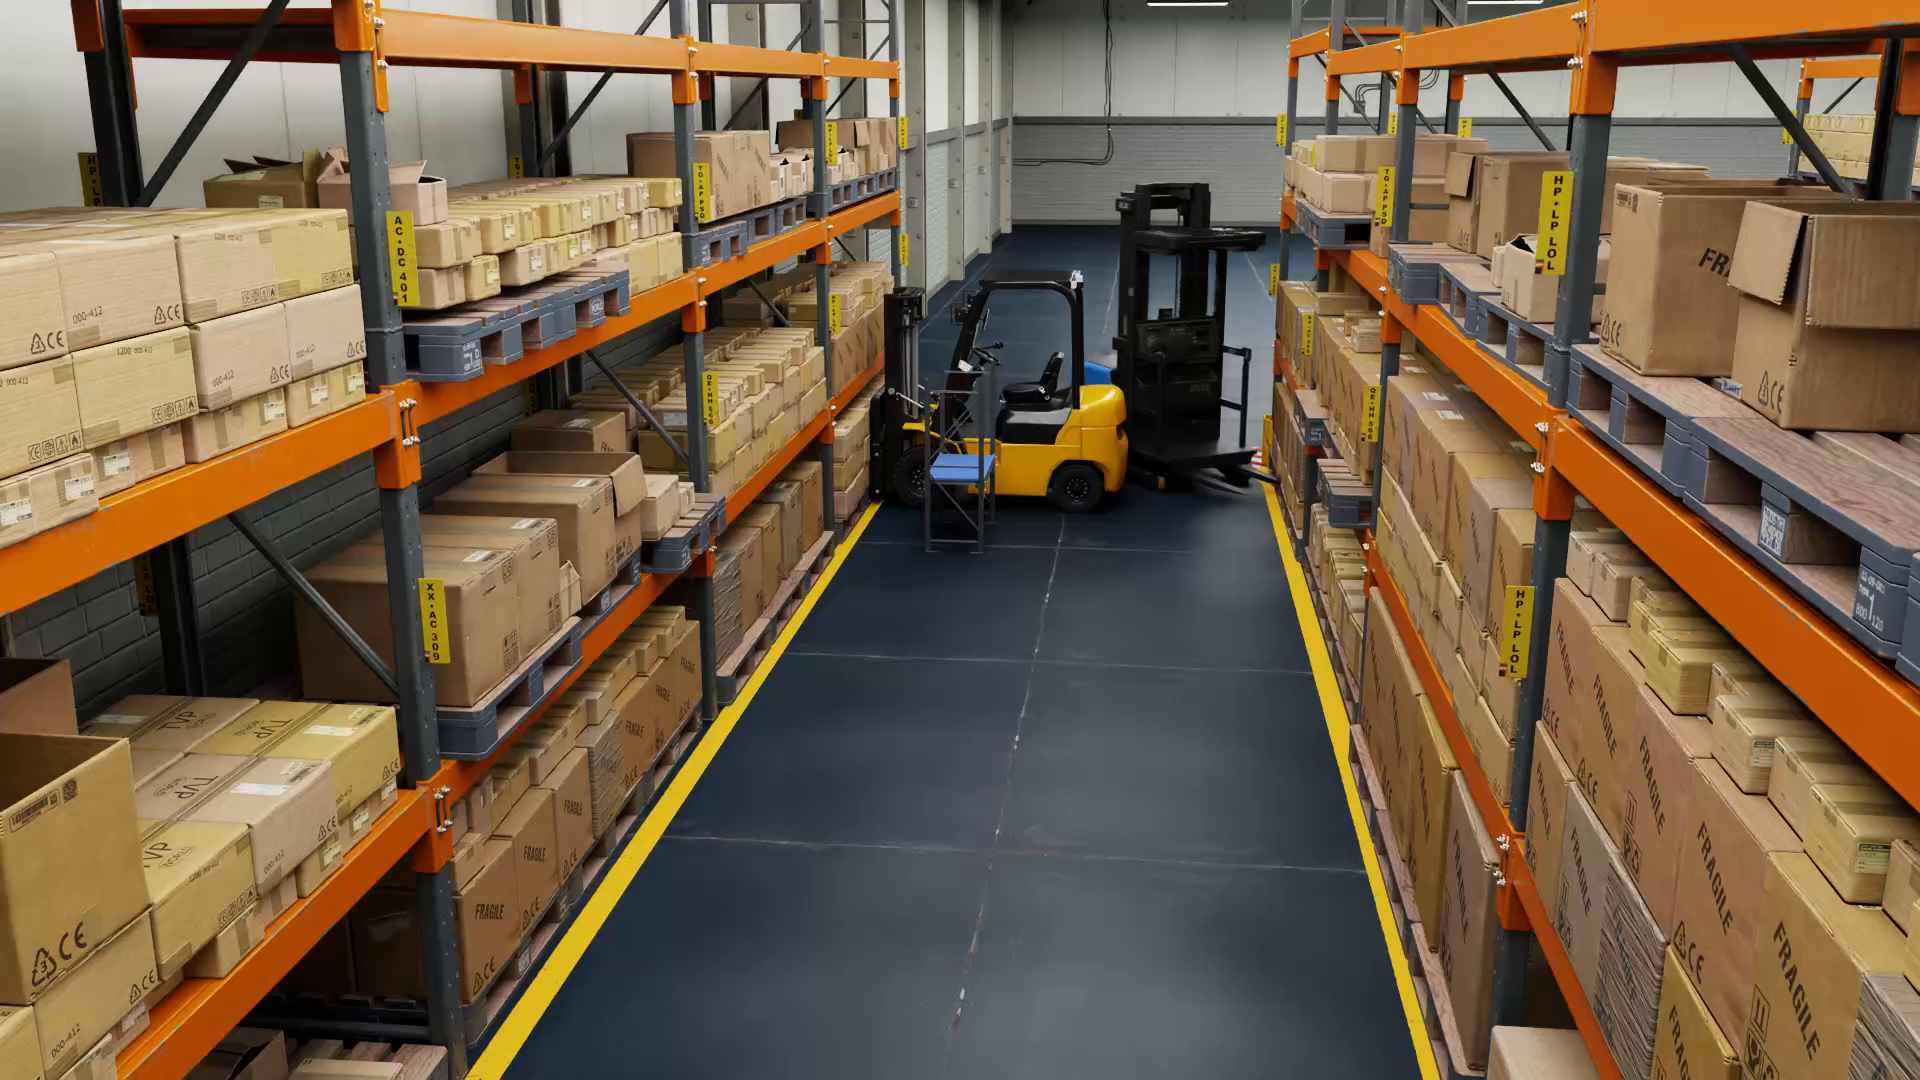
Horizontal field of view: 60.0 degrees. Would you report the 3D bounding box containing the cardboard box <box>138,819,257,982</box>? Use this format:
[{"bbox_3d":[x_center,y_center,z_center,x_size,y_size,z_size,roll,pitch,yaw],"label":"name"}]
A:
[{"bbox_3d":[-2.413,1.031,4.819,0.500,0.250,0.500,2,15,6],"label":"cardboard box"}]

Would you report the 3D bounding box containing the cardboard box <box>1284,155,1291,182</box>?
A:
[{"bbox_3d":[3.478,-3.660,16.421,0.500,0.250,0.500,1,15,5],"label":"cardboard box"}]

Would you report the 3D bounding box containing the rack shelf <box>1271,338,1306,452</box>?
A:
[{"bbox_3d":[3.574,-1.397,15.461,1.077,0.370,4.000,2,15,6],"label":"rack shelf"}]

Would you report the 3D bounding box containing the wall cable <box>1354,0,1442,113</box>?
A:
[{"bbox_3d":[12.356,-15.014,46.433,2.305,6.003,0.169,2,15,6],"label":"wall cable"}]

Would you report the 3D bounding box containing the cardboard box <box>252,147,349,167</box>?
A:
[{"bbox_3d":[-2.523,-1.368,6.351,0.396,0.266,0.258,2,15,6],"label":"cardboard box"}]

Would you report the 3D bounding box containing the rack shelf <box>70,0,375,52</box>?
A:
[{"bbox_3d":[-2.712,-1.324,3.705,1.077,0.370,4.000,2,15,6],"label":"rack shelf"}]

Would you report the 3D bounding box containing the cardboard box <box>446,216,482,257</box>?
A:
[{"bbox_3d":[-2.058,-1.153,6.349,0.380,0.149,0.250,2,15,7],"label":"cardboard box"}]

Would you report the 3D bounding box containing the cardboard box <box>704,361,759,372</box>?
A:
[{"bbox_3d":[-1.638,-1.174,11.824,0.380,0.149,0.250,2,15,6],"label":"cardboard box"}]

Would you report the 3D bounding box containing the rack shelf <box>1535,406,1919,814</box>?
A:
[{"bbox_3d":[2.220,0.267,3.559,1.077,0.370,4.000,2,15,6],"label":"rack shelf"}]

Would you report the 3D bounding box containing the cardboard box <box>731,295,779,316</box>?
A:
[{"bbox_3d":[-1.779,-2.031,14.424,0.380,0.149,0.250,1,15,5],"label":"cardboard box"}]

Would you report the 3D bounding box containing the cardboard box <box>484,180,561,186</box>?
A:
[{"bbox_3d":[-2.409,-1.893,9.123,0.380,0.149,0.250,2,15,7],"label":"cardboard box"}]

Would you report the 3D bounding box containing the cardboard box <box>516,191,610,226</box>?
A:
[{"bbox_3d":[-1.926,-1.611,8.080,0.380,0.149,0.250,2,15,6],"label":"cardboard box"}]

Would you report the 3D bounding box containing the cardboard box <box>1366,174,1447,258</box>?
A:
[{"bbox_3d":[3.041,-2.083,10.673,0.797,0.503,0.637,2,15,6],"label":"cardboard box"}]

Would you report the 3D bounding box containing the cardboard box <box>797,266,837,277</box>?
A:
[{"bbox_3d":[-1.461,-2.697,16.885,0.380,0.149,0.250,2,15,7],"label":"cardboard box"}]

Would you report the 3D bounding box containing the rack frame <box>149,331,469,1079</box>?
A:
[{"bbox_3d":[-2.487,0.704,6.312,1.000,3.000,0.127,2,15,6],"label":"rack frame"}]

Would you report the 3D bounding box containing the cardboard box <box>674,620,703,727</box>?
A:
[{"bbox_3d":[-1.869,0.786,9.991,0.500,0.500,0.500,2,15,8],"label":"cardboard box"}]

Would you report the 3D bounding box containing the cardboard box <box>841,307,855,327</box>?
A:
[{"bbox_3d":[-1.156,-2.005,14.895,0.380,0.149,0.250,2,15,7],"label":"cardboard box"}]

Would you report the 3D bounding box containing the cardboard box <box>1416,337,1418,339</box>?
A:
[{"bbox_3d":[3.406,-1.231,11.904,0.500,0.500,0.500,2,15,8],"label":"cardboard box"}]

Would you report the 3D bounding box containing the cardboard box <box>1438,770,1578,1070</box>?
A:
[{"bbox_3d":[2.436,1.509,6.601,0.875,0.875,0.875,2,15,8],"label":"cardboard box"}]

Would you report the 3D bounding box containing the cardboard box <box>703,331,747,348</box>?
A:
[{"bbox_3d":[-1.919,-1.579,13.323,0.380,0.149,0.250,1,15,4],"label":"cardboard box"}]

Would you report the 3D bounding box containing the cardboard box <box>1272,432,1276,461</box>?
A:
[{"bbox_3d":[3.434,-0.937,16.846,0.500,0.250,0.500,2,15,6],"label":"cardboard box"}]

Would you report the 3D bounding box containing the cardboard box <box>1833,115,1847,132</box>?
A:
[{"bbox_3d":[8.289,-3.832,15.299,0.380,0.149,0.250,2,15,7],"label":"cardboard box"}]

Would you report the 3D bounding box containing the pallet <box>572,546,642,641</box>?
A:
[{"bbox_3d":[-2.250,0.264,8.308,1.003,0.211,1.213,2,15,6],"label":"pallet"}]

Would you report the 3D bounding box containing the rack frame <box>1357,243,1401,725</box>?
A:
[{"bbox_3d":[2.897,-0.188,9.612,1.000,3.000,0.127,2,15,6],"label":"rack frame"}]

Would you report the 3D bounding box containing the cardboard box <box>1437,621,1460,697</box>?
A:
[{"bbox_3d":[2.380,0.535,7.223,0.500,0.250,0.500,1,15,5],"label":"cardboard box"}]

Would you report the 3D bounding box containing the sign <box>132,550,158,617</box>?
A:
[{"bbox_3d":[-3.038,0.130,6.218,0.100,0.325,0.005,2,15,6],"label":"sign"}]

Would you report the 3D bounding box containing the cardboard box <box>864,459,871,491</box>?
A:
[{"bbox_3d":[-1.116,-0.628,15.701,0.500,0.250,0.500,2,15,7],"label":"cardboard box"}]

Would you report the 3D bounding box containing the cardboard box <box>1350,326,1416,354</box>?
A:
[{"bbox_3d":[2.801,-1.329,11.020,0.380,0.149,0.250,1,15,4],"label":"cardboard box"}]

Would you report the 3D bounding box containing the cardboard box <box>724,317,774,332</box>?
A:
[{"bbox_3d":[-1.803,-1.823,14.224,0.380,0.149,0.250,2,15,6],"label":"cardboard box"}]

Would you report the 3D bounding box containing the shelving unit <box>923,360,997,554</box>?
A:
[{"bbox_3d":[0.010,-0.746,14.548,0.538,1.500,1.048,2,15,6],"label":"shelving unit"}]

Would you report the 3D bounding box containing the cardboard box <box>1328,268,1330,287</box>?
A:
[{"bbox_3d":[3.895,-2.668,16.104,0.700,0.500,0.500,2,15,7],"label":"cardboard box"}]

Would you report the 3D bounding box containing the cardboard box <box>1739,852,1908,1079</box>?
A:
[{"bbox_3d":[1.901,0.959,3.262,0.500,0.500,0.500,2,15,6],"label":"cardboard box"}]

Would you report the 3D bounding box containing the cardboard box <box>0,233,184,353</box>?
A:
[{"bbox_3d":[-2.418,-0.656,4.353,0.500,0.250,0.500,2,15,7],"label":"cardboard box"}]

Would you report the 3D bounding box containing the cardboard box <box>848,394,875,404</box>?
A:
[{"bbox_3d":[-1.038,-1.243,16.059,0.500,0.250,0.500,1,15,5],"label":"cardboard box"}]

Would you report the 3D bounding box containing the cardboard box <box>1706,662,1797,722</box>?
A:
[{"bbox_3d":[2.058,0.412,4.042,0.380,0.149,0.250,2,15,6],"label":"cardboard box"}]

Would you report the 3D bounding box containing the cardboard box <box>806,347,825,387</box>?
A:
[{"bbox_3d":[-1.385,-1.405,13.441,0.500,0.250,0.500,1,15,5],"label":"cardboard box"}]

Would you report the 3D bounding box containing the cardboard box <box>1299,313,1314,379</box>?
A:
[{"bbox_3d":[3.203,-1.674,14.344,0.500,0.500,0.500,2,15,8],"label":"cardboard box"}]

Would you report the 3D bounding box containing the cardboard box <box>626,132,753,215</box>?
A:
[{"bbox_3d":[-1.754,-2.395,10.840,0.700,0.500,0.500,1,15,5],"label":"cardboard box"}]

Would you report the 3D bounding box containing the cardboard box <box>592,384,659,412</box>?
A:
[{"bbox_3d":[-2.191,-0.922,10.890,0.380,0.149,0.250,2,15,6],"label":"cardboard box"}]

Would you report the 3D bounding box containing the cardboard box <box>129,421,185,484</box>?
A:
[{"bbox_3d":[-2.395,-0.256,4.597,0.380,0.149,0.250,2,15,8],"label":"cardboard box"}]

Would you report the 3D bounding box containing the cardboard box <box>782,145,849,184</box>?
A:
[{"bbox_3d":[-1.248,-3.235,14.309,0.500,0.311,0.500,2,15,7],"label":"cardboard box"}]

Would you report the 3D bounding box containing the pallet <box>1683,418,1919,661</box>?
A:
[{"bbox_3d":[2.203,-0.029,3.445,1.003,0.211,1.213,2,15,6],"label":"pallet"}]

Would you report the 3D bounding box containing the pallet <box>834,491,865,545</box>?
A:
[{"bbox_3d":[-1.453,-0.230,15.108,1.003,0.211,1.213,2,15,6],"label":"pallet"}]

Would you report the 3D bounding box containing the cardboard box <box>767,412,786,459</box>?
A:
[{"bbox_3d":[-1.569,-0.768,12.041,0.500,0.250,0.500,2,15,8],"label":"cardboard box"}]

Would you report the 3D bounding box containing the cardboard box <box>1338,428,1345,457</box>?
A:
[{"bbox_3d":[2.696,-0.637,10.947,0.380,0.149,0.250,2,15,7],"label":"cardboard box"}]

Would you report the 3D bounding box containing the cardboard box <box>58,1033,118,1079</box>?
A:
[{"bbox_3d":[-2.424,1.384,4.279,0.380,0.149,0.250,2,15,8],"label":"cardboard box"}]

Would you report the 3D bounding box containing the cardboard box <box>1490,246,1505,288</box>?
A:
[{"bbox_3d":[2.510,-1.184,7.189,0.380,0.166,0.250,3,15,11],"label":"cardboard box"}]

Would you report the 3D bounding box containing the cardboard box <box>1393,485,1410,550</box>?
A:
[{"bbox_3d":[2.535,-0.099,8.611,0.500,0.250,0.500,2,15,8],"label":"cardboard box"}]

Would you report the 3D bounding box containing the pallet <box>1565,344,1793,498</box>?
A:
[{"bbox_3d":[2.343,-0.344,4.612,1.003,0.211,1.213,2,15,6],"label":"pallet"}]

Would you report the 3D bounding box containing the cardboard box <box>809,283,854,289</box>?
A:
[{"bbox_3d":[-1.187,-2.286,15.367,0.380,0.149,0.250,2,15,6],"label":"cardboard box"}]

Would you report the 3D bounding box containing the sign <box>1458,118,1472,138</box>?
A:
[{"bbox_3d":[3.900,-3.098,12.881,0.100,0.325,0.005,2,15,6],"label":"sign"}]

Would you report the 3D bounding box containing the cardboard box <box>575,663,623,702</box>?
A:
[{"bbox_3d":[-2.015,0.763,8.834,0.380,0.149,0.250,1,15,5],"label":"cardboard box"}]

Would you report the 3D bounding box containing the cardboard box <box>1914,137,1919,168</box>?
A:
[{"bbox_3d":[8.136,-3.143,13.513,0.500,0.250,0.500,2,15,6],"label":"cardboard box"}]

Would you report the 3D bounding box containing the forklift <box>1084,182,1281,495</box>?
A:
[{"bbox_3d":[2.283,-2.013,16.493,1.130,2.935,3.031,-7,17,-24],"label":"forklift"}]

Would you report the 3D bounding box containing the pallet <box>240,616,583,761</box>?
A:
[{"bbox_3d":[-2.288,0.593,7.092,1.003,0.211,1.213,2,15,6],"label":"pallet"}]

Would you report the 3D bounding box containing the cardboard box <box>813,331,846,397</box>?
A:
[{"bbox_3d":[-1.274,-1.527,14.370,0.500,0.500,0.500,1,15,5],"label":"cardboard box"}]
